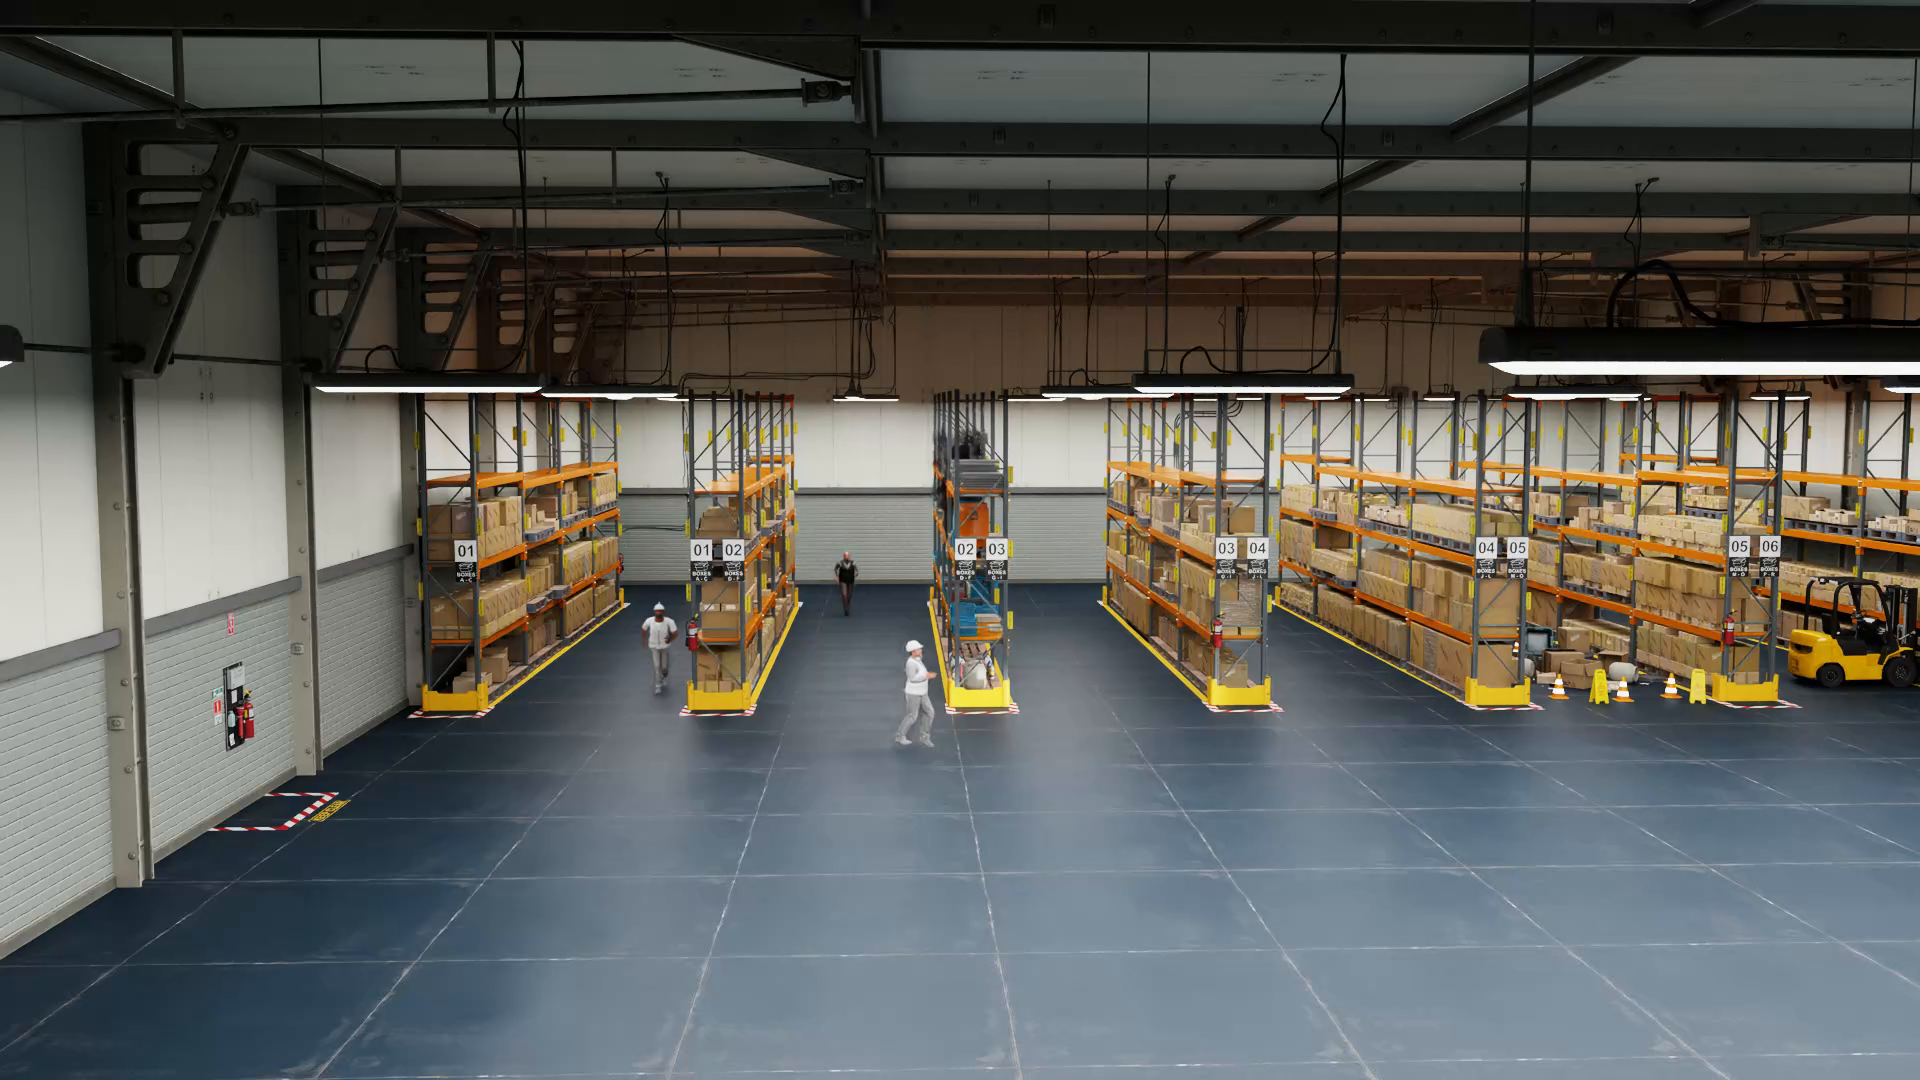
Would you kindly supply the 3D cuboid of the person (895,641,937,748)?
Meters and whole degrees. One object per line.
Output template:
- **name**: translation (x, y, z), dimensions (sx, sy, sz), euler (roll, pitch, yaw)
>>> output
- **person**: translation (-0.726, 2.582, 27.684), dimensions (0.734, 1.825, 0.639), euler (1, 5, 16)

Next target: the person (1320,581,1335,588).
- **person**: translation (10.896, 0.857, 49.003), dimensions (0.829, 1.784, 0.652), euler (0, 5, 2)

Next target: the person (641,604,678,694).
- **person**: translation (-5.979, 2.138, 33.092), dimensions (0.723, 1.755, 0.852), euler (-1, 5, -9)

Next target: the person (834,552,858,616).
- **person**: translation (-3.098, 1.169, 45.366), dimensions (0.635, 1.721, 0.957), euler (-1, 5, -15)
